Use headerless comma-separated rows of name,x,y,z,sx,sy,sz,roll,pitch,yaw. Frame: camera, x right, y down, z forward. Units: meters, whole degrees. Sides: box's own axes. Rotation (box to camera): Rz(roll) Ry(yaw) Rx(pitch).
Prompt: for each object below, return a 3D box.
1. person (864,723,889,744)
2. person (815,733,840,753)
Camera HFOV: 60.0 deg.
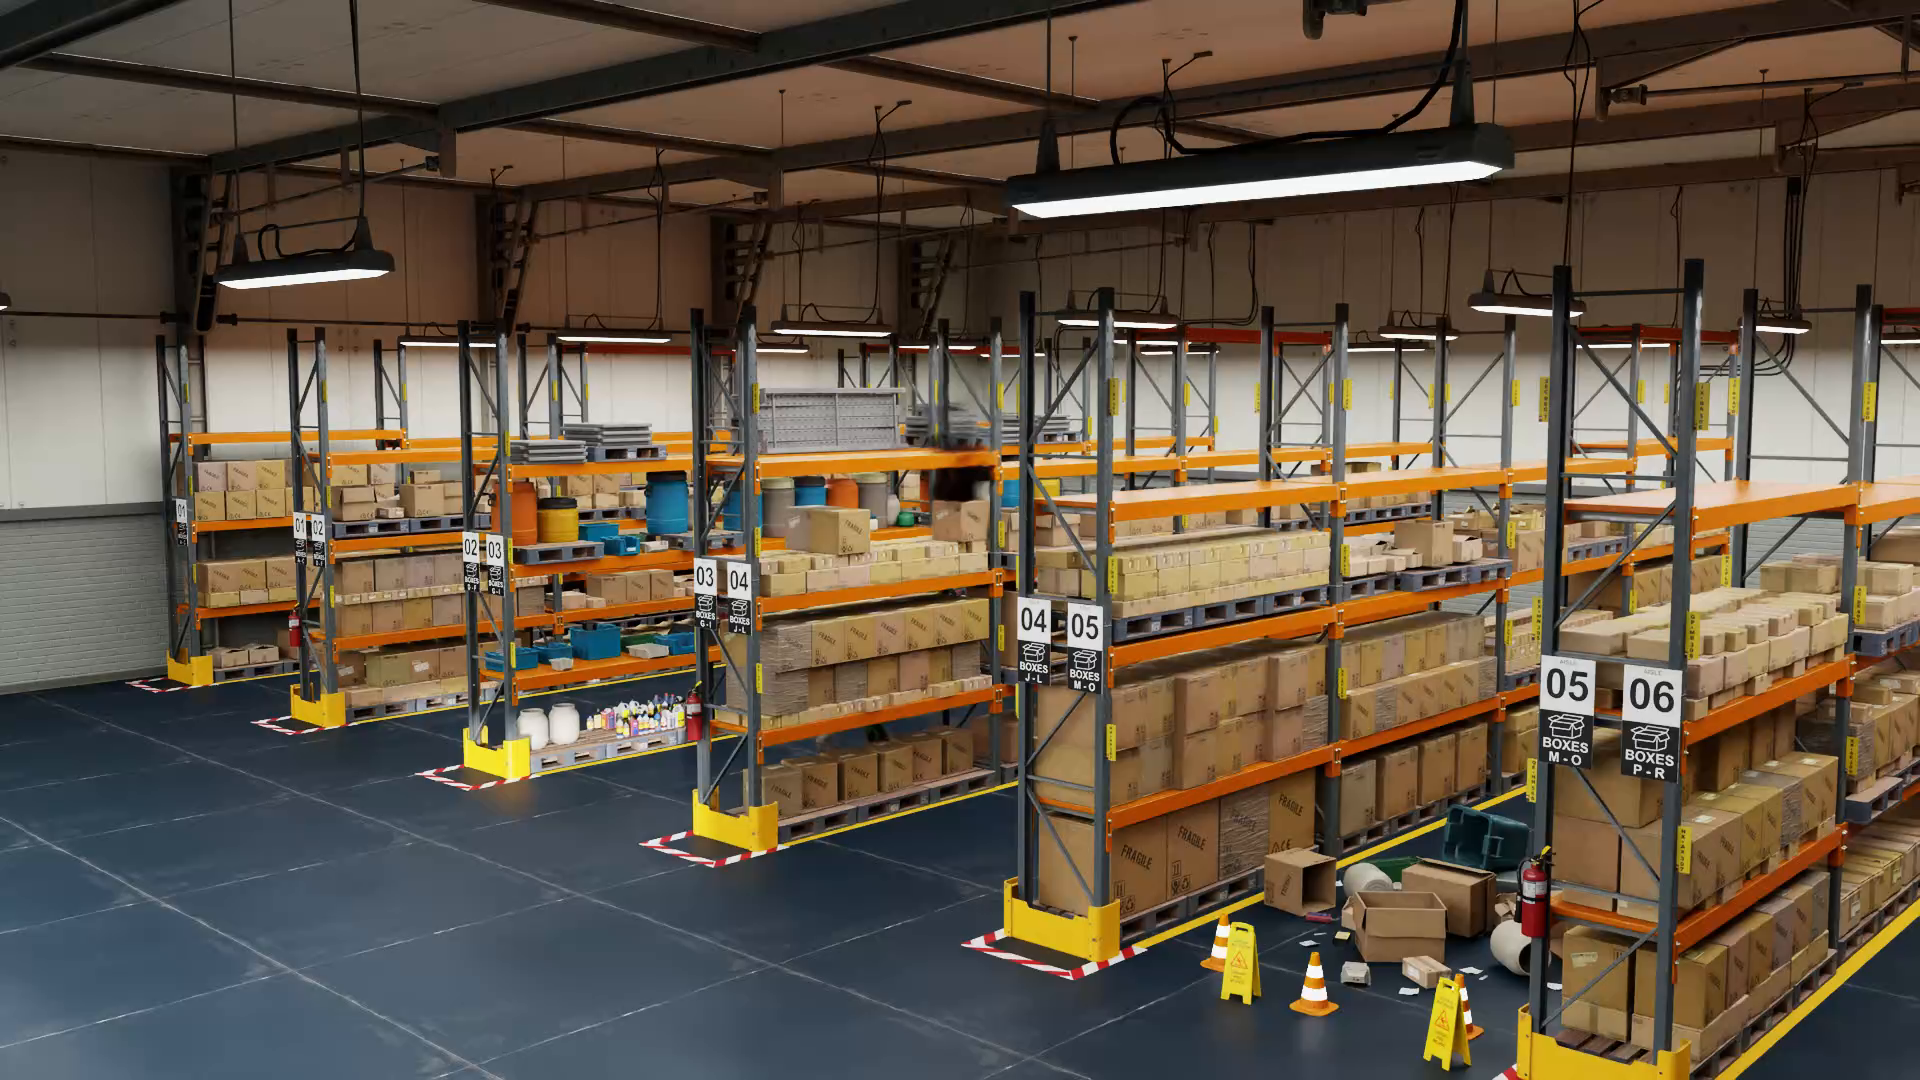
person,-1.153,2.190,22.334,0.633,1.839,0.777,5,7,40
person,-1.736,2.299,21.683,0.590,1.740,0.726,5,7,43
